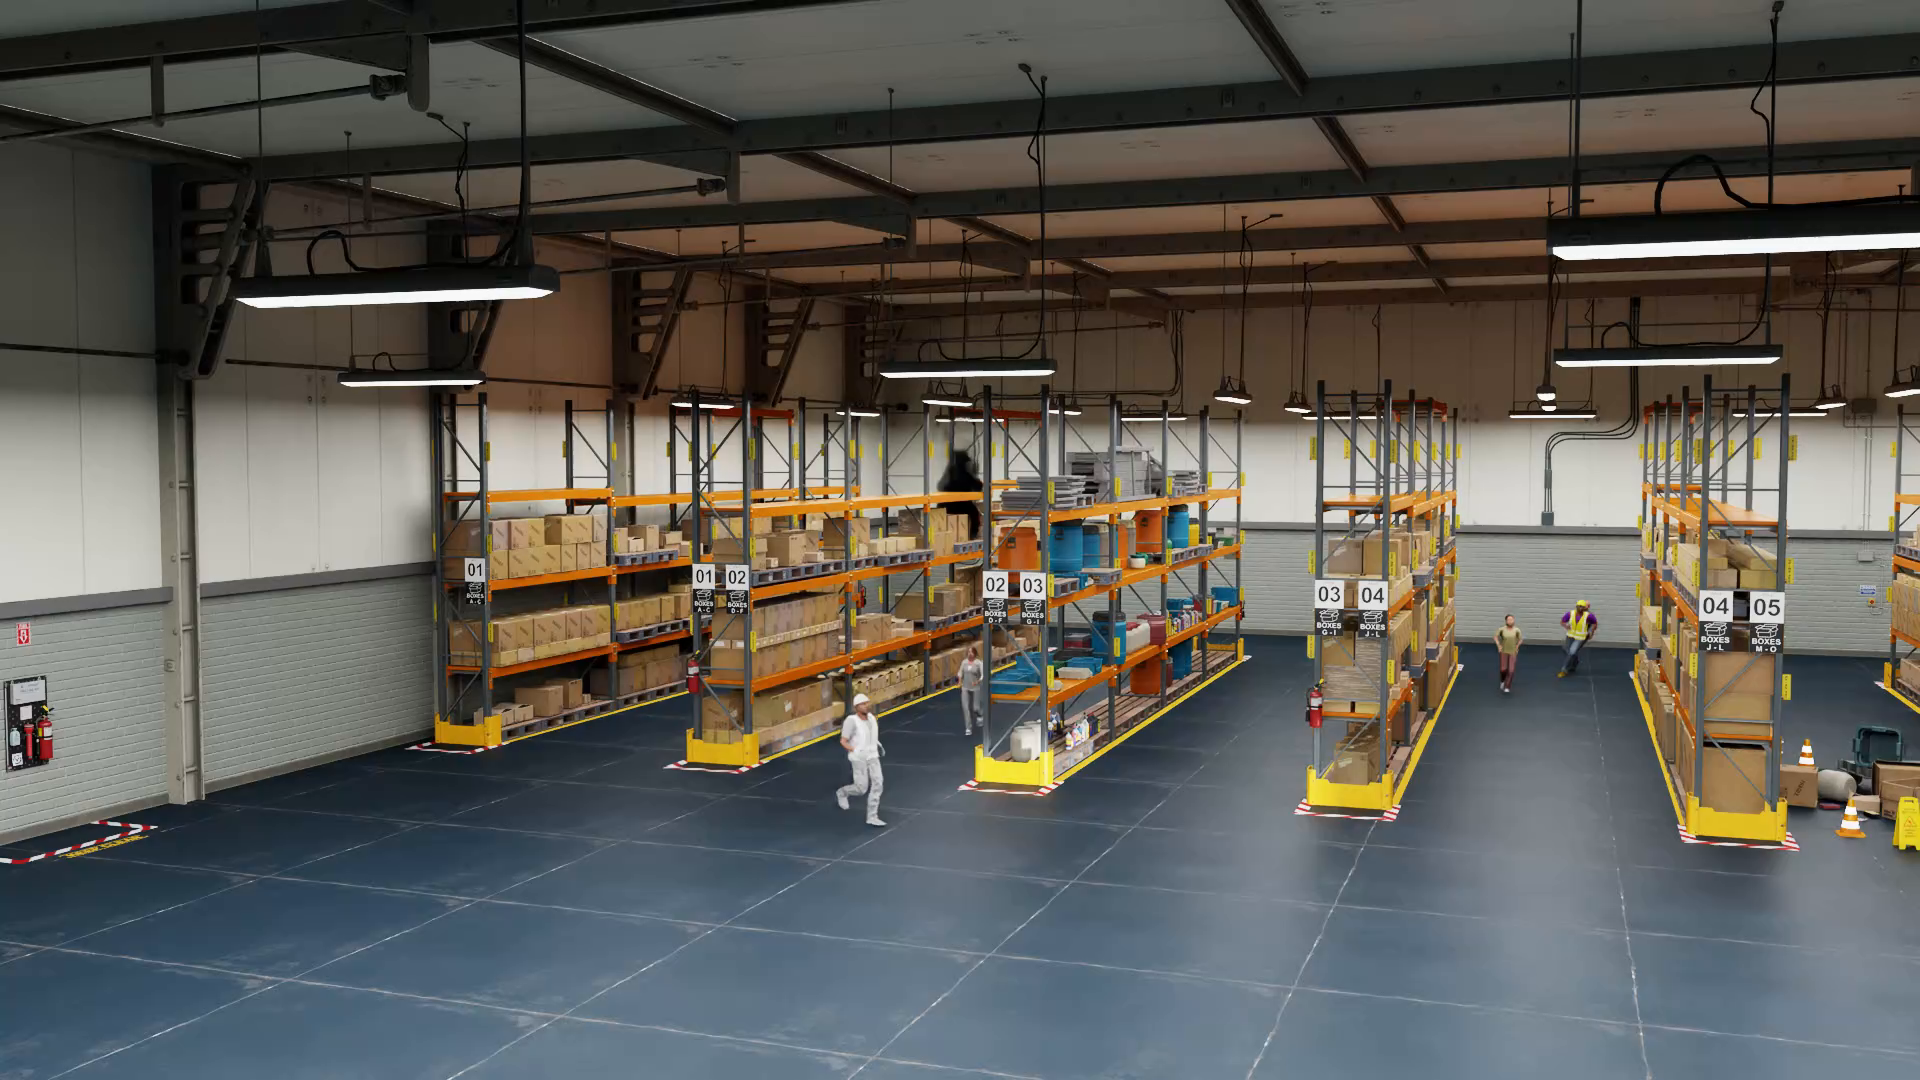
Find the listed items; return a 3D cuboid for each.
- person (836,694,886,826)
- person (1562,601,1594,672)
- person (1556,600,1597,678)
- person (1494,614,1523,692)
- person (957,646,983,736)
[{"bbox_3d":[-1.303,2.942,22.409,0.837,1.744,0.696,3,4,44],"label":"person"},{"bbox_3d":[13.965,2.182,37.594,0.534,1.634,0.732,-1,3,-18],"label":"person"},{"bbox_3d":[13.680,2.188,36.944,0.799,1.743,0.903,2,4,37],"label":"person"},{"bbox_3d":[11.349,2.350,34.389,0.556,1.626,0.523,1,3,13],"label":"person"},{"bbox_3d":[0.199,2.654,29.470,0.542,1.553,0.680,1,3,14],"label":"person"}]
